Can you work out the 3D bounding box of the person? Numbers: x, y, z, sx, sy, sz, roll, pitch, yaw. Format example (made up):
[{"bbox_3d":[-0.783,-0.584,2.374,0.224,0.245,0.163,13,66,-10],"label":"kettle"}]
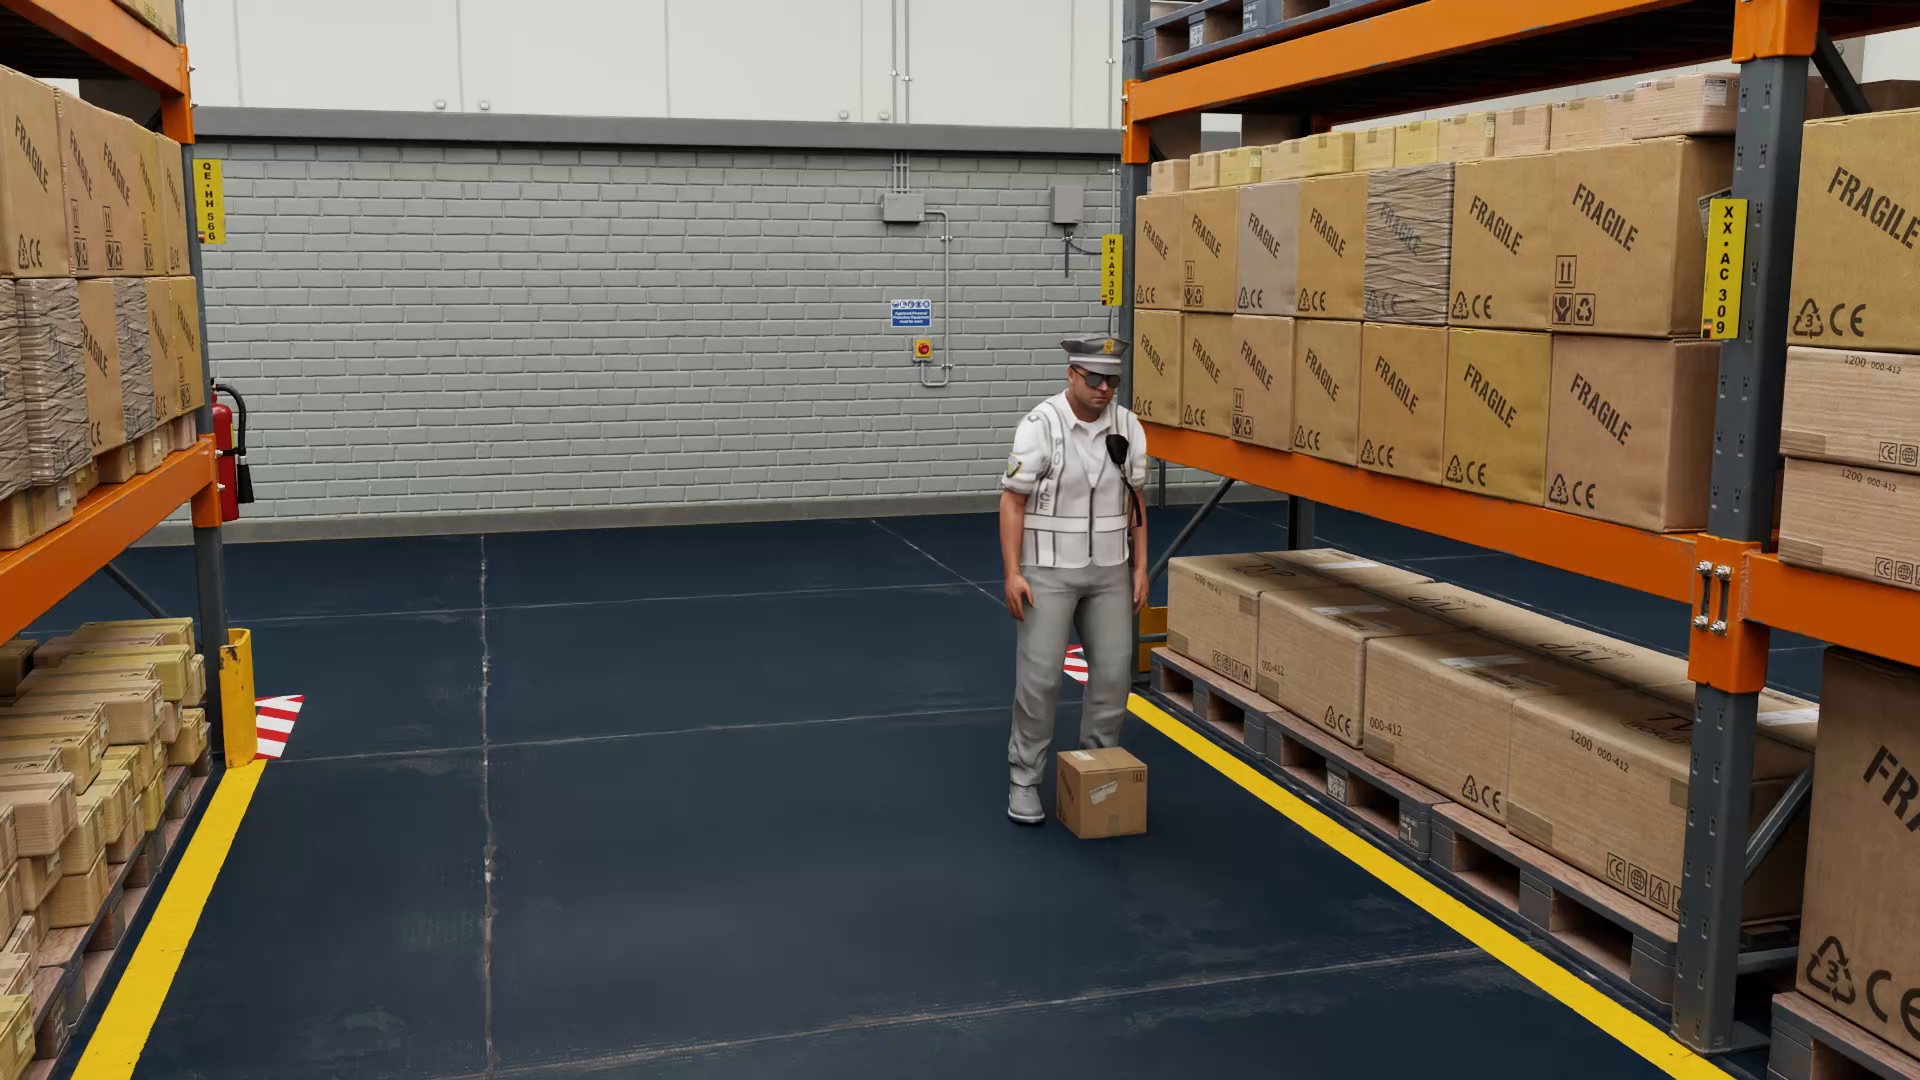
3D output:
[{"bbox_3d":[0.421,0.122,6.099,0.590,1.746,0.436,-3,10,-18],"label":"person"}]
